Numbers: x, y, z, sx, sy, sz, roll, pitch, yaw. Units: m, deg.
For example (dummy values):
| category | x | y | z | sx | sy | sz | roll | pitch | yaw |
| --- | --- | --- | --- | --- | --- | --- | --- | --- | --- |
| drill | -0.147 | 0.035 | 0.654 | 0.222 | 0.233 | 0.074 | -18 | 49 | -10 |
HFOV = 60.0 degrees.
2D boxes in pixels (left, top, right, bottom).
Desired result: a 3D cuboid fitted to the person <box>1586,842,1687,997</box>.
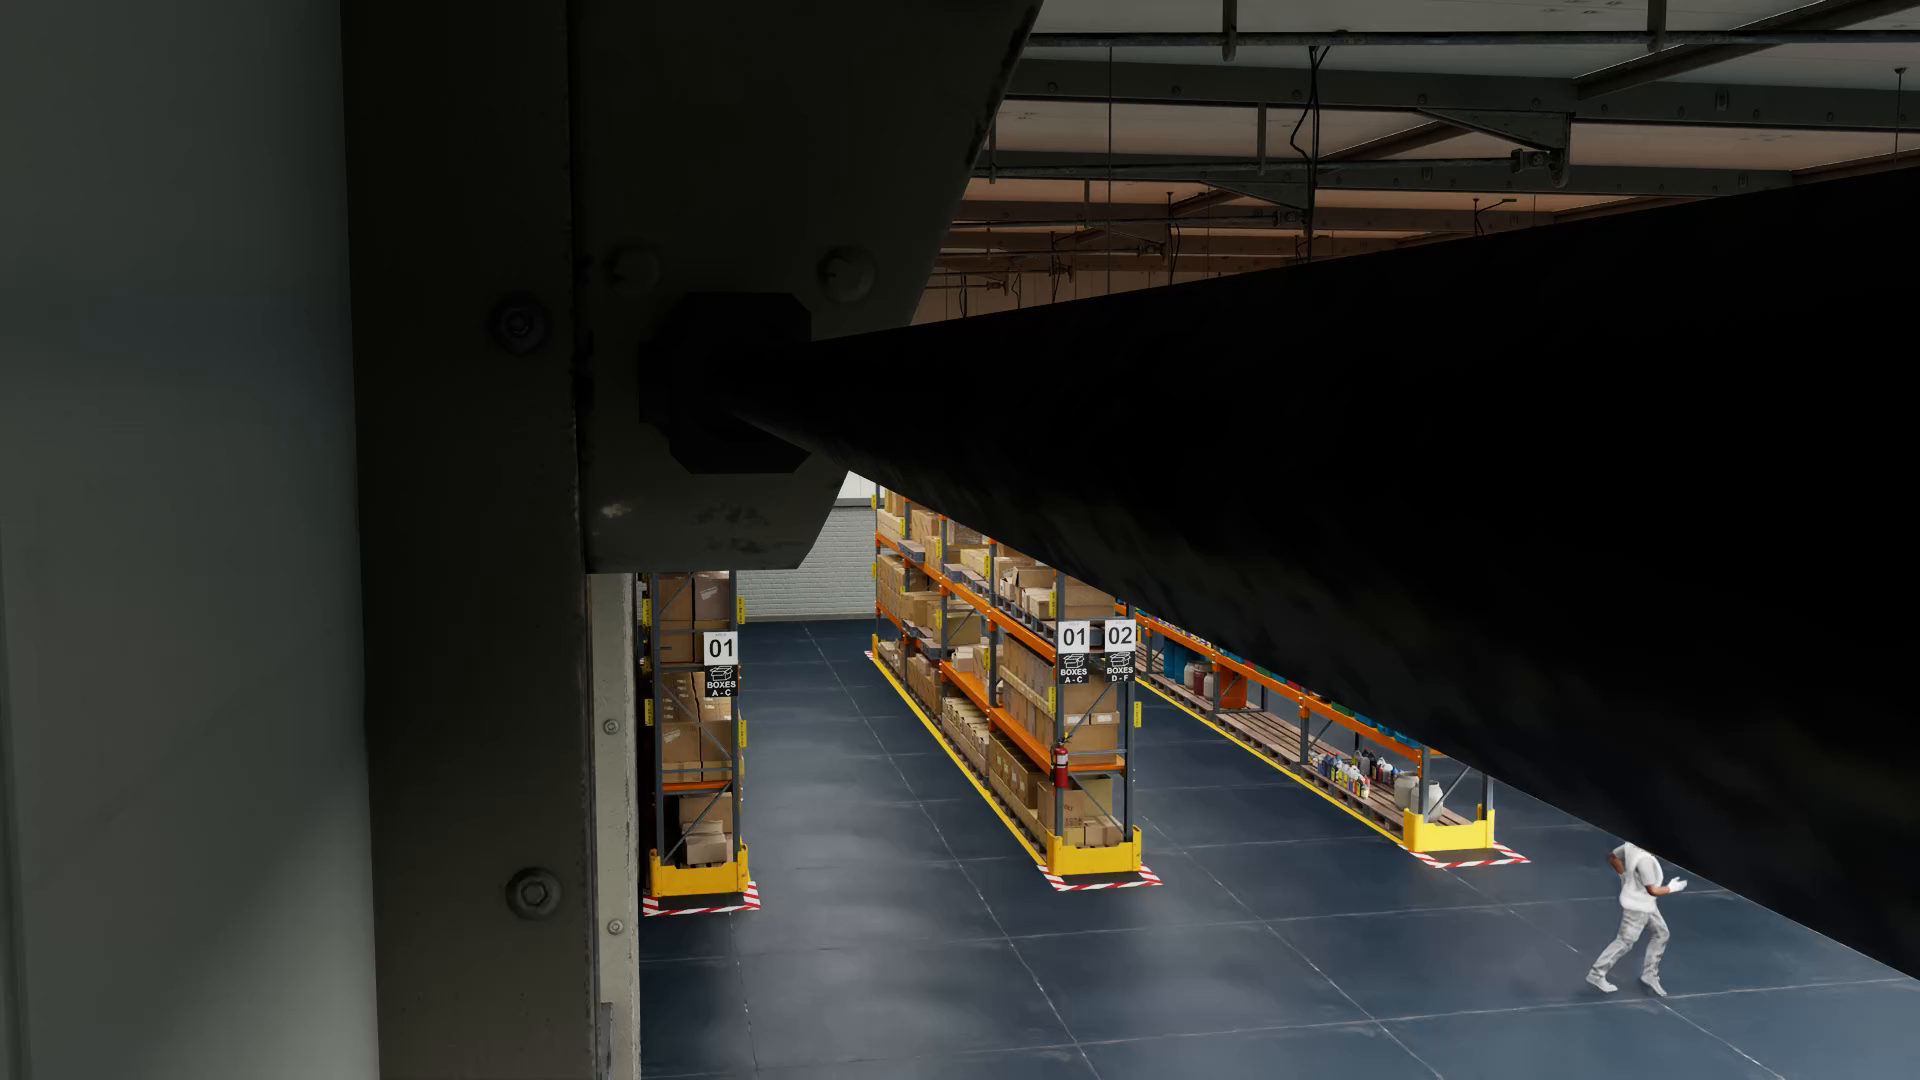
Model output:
| category | x | y | z | sx | sy | sz | roll | pitch | yaw |
| --- | --- | --- | --- | --- | --- | --- | --- | --- | --- |
| person | 6.822 | 3.726 | 16.792 | 0.916 | 1.824 | 0.694 | 2 | 6 | 16 |
